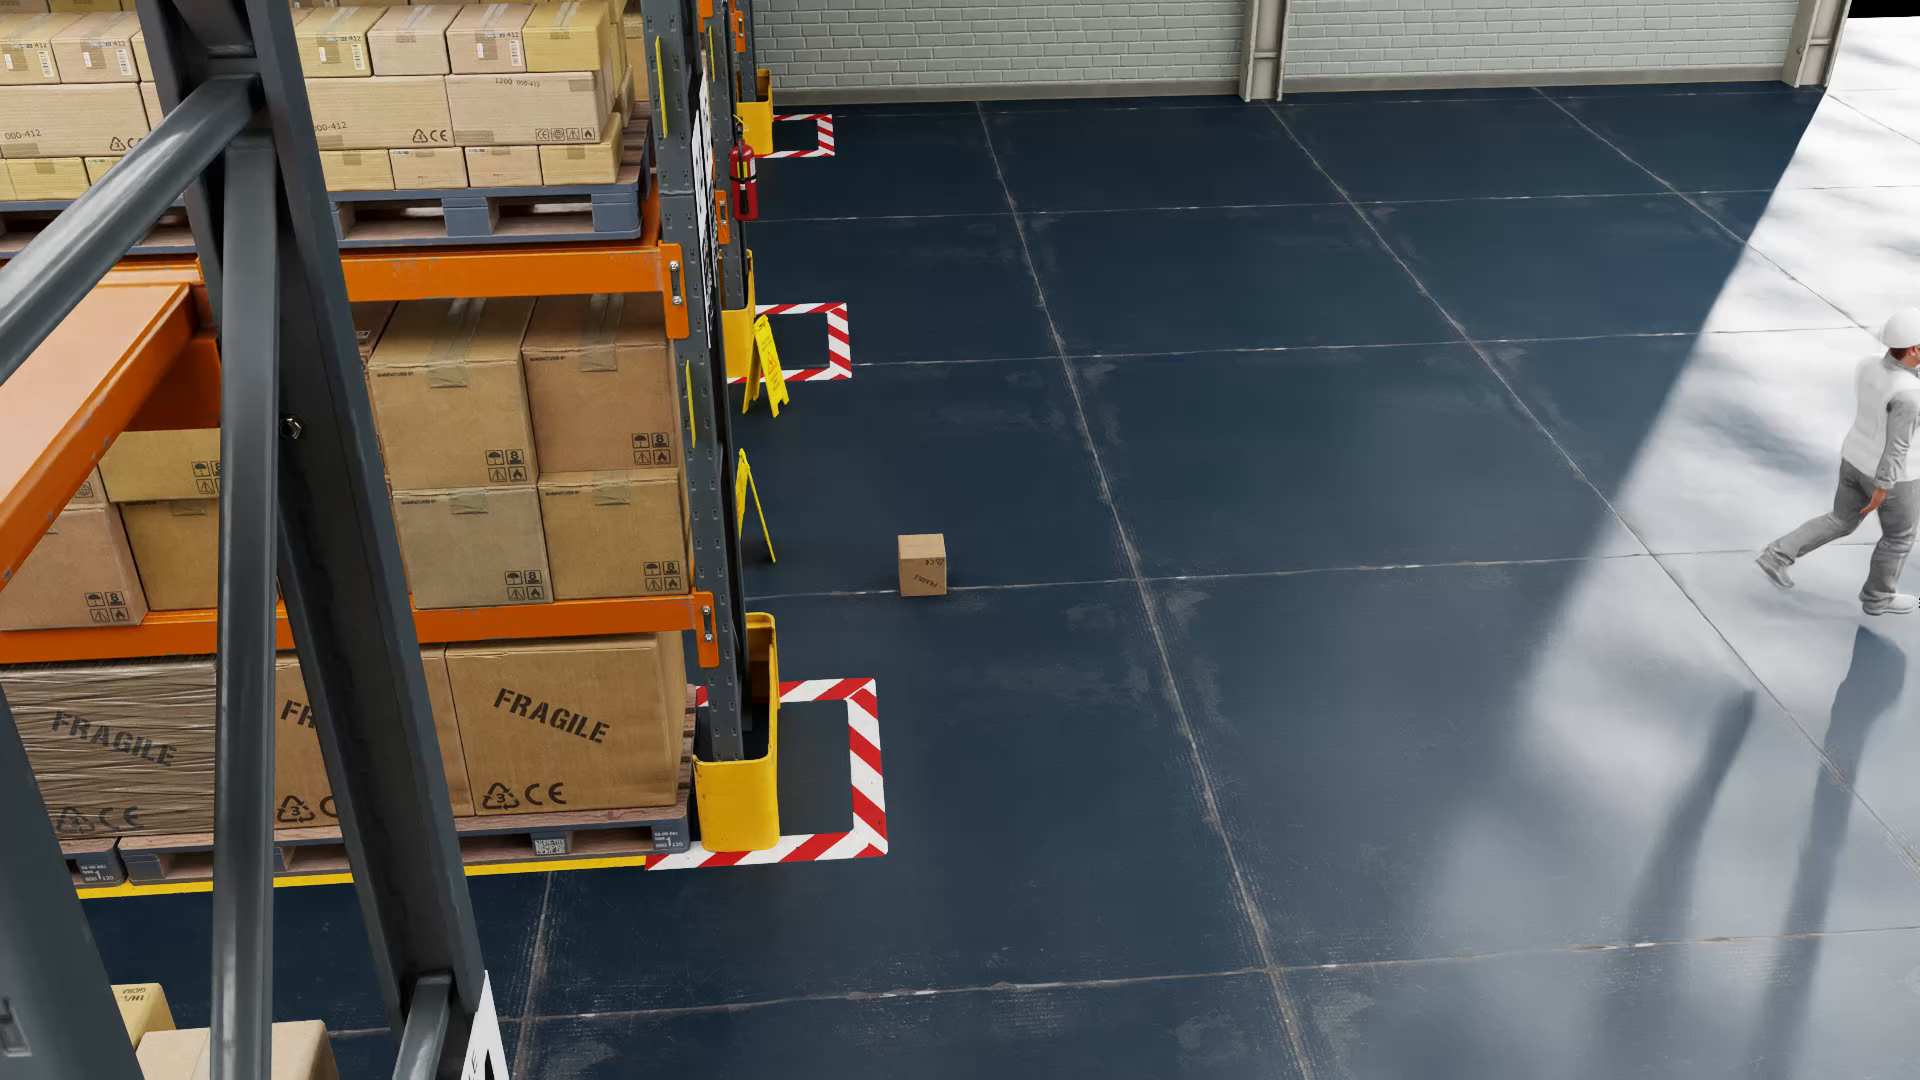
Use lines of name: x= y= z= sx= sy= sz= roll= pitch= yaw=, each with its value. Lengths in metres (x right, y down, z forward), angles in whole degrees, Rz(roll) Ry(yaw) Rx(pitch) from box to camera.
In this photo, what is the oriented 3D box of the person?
person: x=4.773 y=-0.395 z=8.668 sx=0.864 sy=1.745 sz=0.524 roll=-4 pitch=31 yaw=-6
